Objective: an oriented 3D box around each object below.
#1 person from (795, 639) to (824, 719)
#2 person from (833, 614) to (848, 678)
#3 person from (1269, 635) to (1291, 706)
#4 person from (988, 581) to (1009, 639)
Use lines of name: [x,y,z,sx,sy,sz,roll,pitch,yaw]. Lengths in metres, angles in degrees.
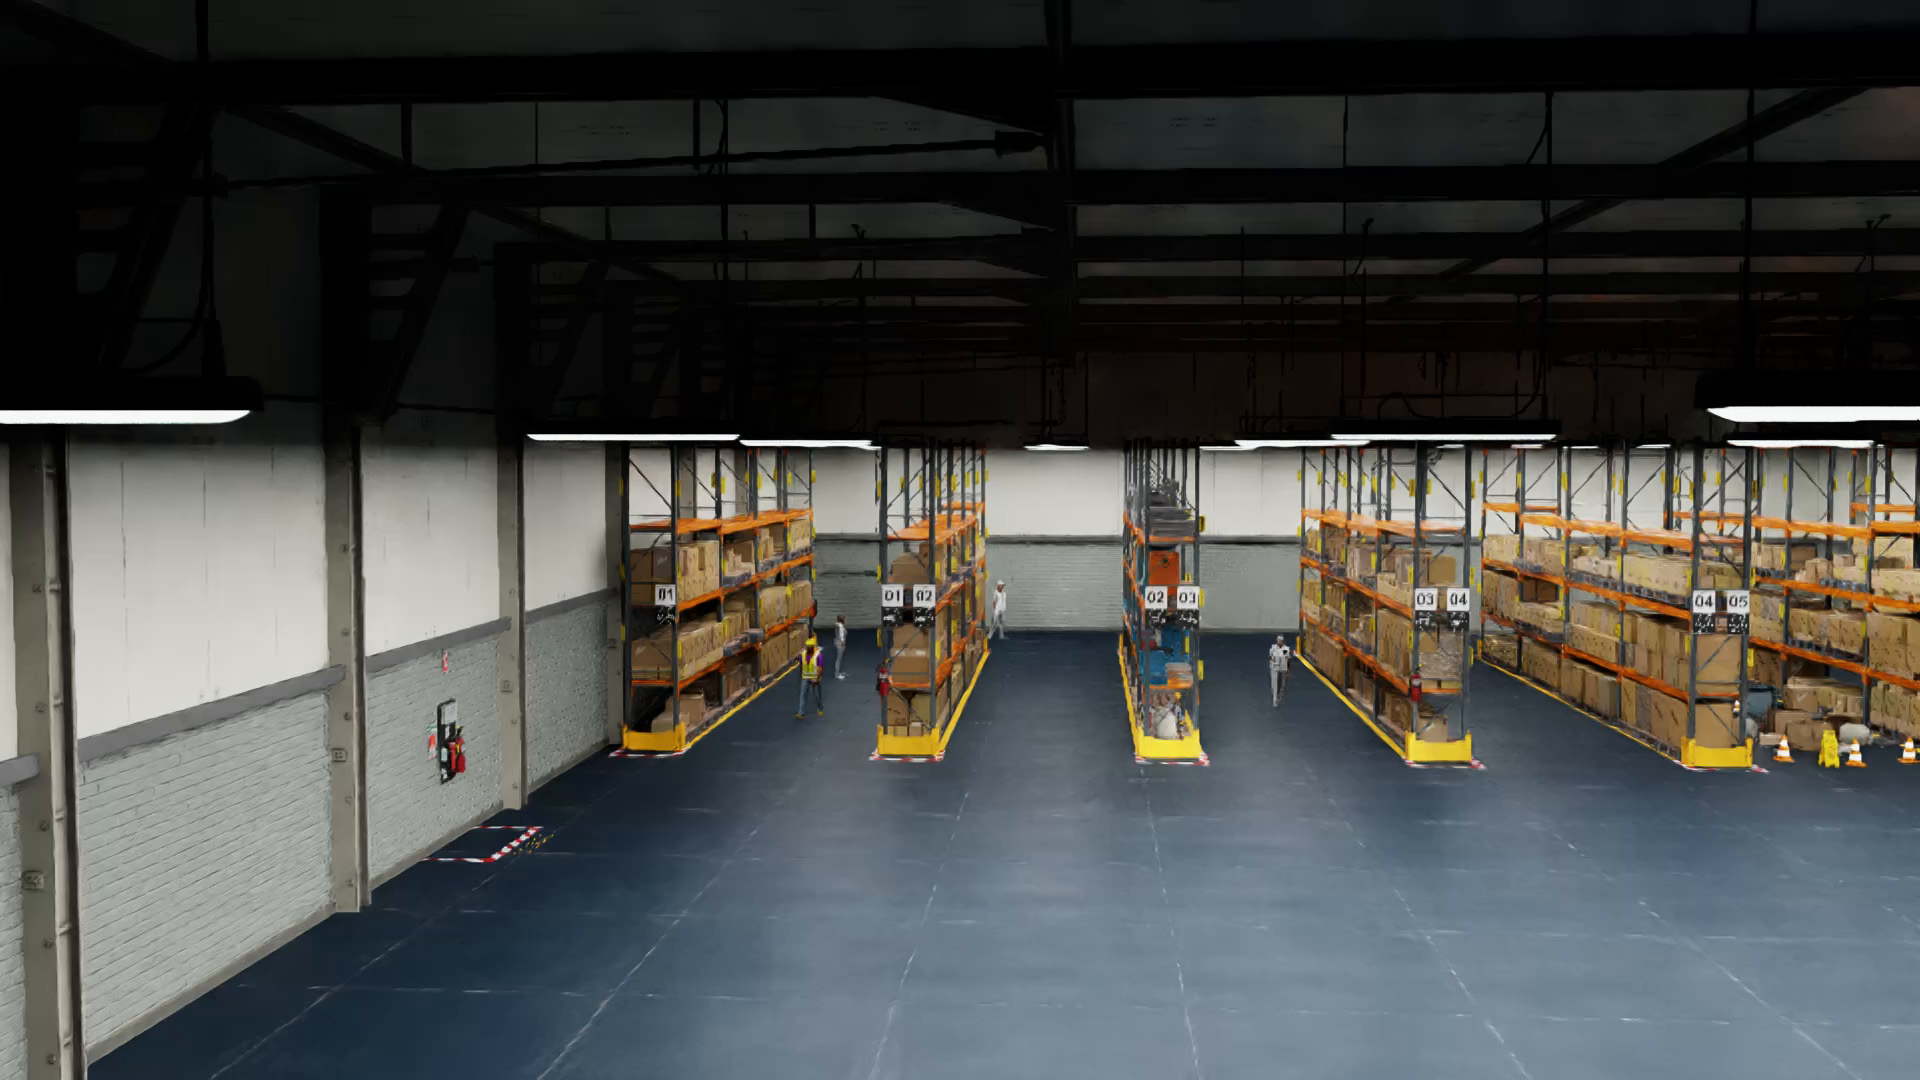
person: [-3.186,2.956,35.595,0.570,1.708,1.041,1,3,13]
person: [-2.995,2.662,42.008,0.420,1.602,0.506,-1,3,-20]
person: [7.219,2.914,37.497,0.481,1.578,1.093,0,3,2]
person: [1.119,2.134,50.554,0.477,1.784,0.704,3,4,42]
